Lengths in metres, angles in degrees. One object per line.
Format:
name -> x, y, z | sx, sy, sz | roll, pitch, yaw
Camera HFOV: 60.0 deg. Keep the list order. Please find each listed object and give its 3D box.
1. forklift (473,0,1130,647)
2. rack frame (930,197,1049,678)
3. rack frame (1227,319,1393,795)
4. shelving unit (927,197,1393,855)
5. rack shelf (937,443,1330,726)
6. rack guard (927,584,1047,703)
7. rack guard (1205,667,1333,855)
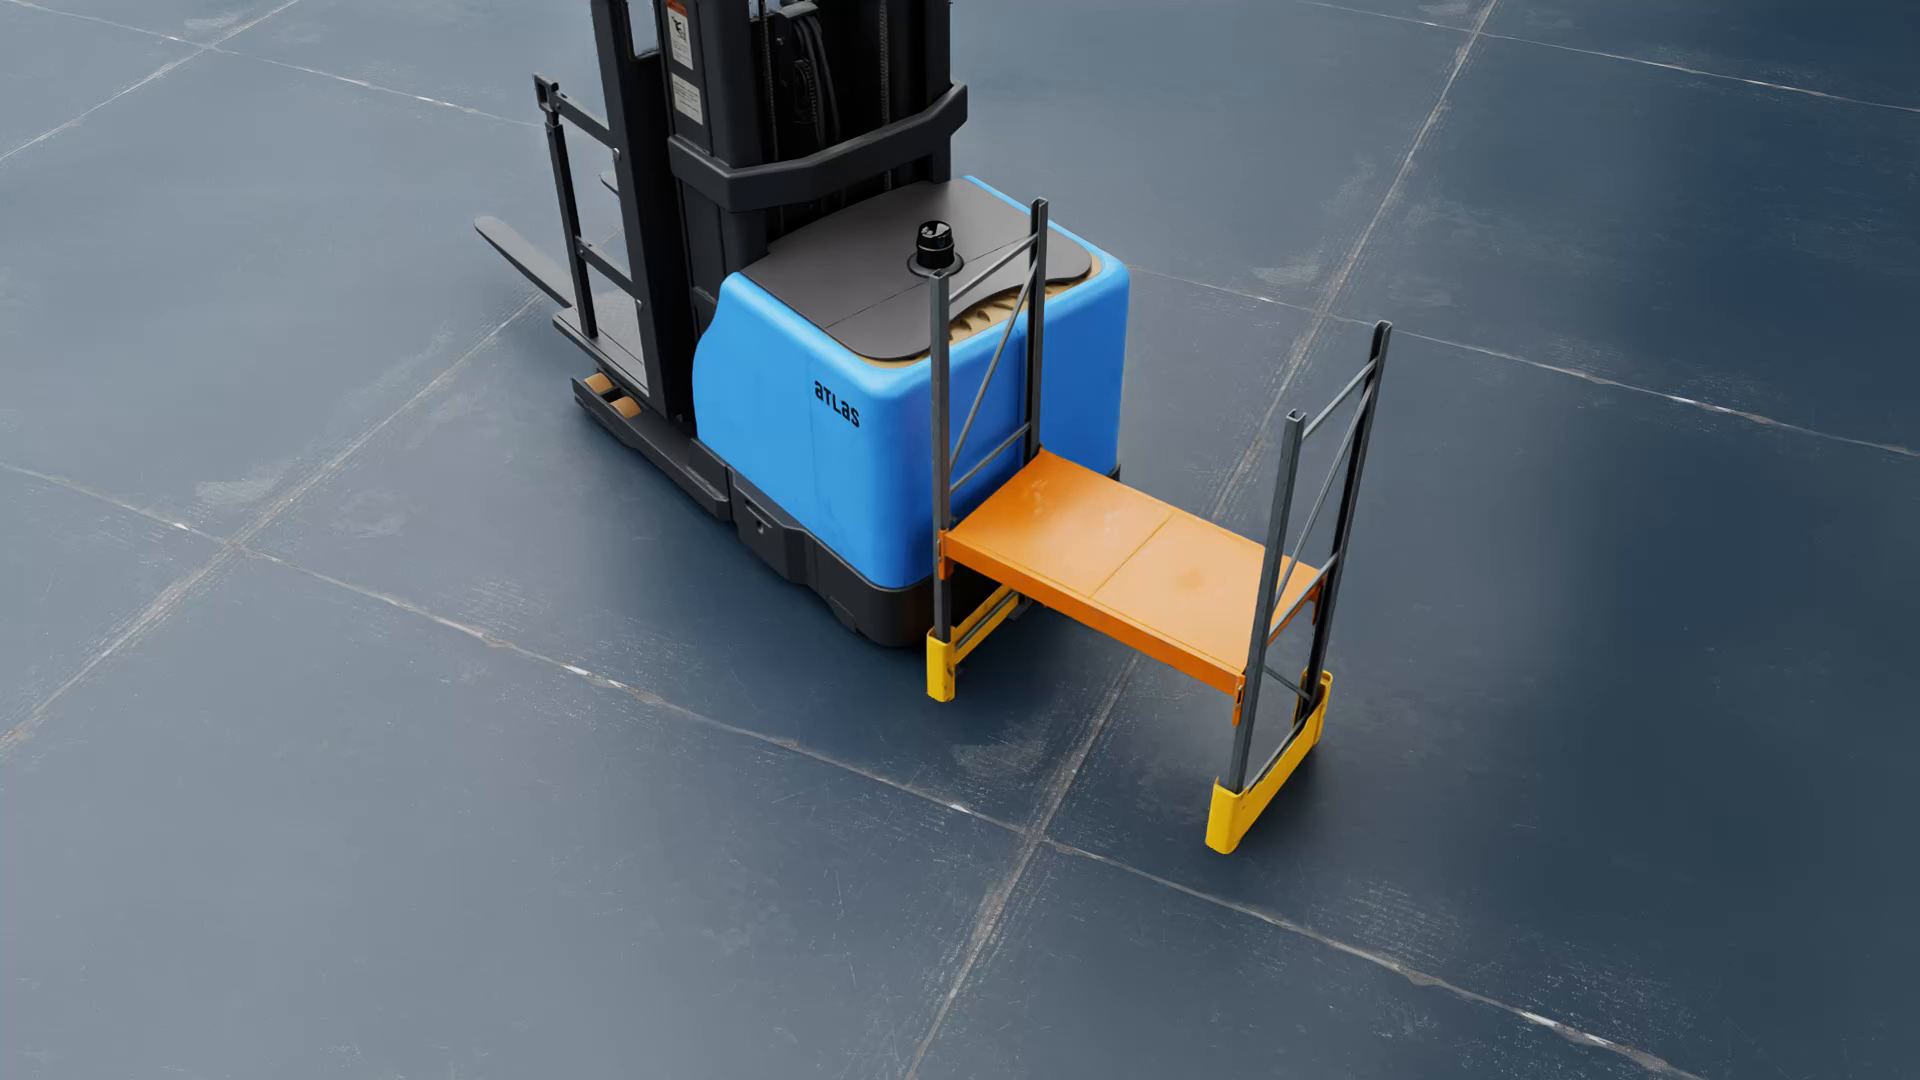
forklift -> -0.799, -1.662, 5.430 | 1.130, 2.935, 3.031 | -29, 49, -29
rack frame -> 0.082, -0.233, 4.874 | 0.032, 1.500, 0.500 | 26, 47, 27
rack frame -> 0.901, 0.162, 4.418 | 0.032, 1.500, 0.500 | 26, 47, 27
shelving unit -> 0.499, -0.032, 4.642 | 1.083, 1.500, 0.587 | 26, 47, 27
rack shelf -> 0.491, 0.100, 4.764 | 1.000, 0.185, 0.538 | 26, 47, 27
rack guard -> 0.098, 0.247, 5.274 | 0.087, 0.250, 0.587 | 26, 47, 27
rack guard -> 0.900, 0.633, 4.828 | 0.087, 0.250, 0.587 | 26, 47, 27
